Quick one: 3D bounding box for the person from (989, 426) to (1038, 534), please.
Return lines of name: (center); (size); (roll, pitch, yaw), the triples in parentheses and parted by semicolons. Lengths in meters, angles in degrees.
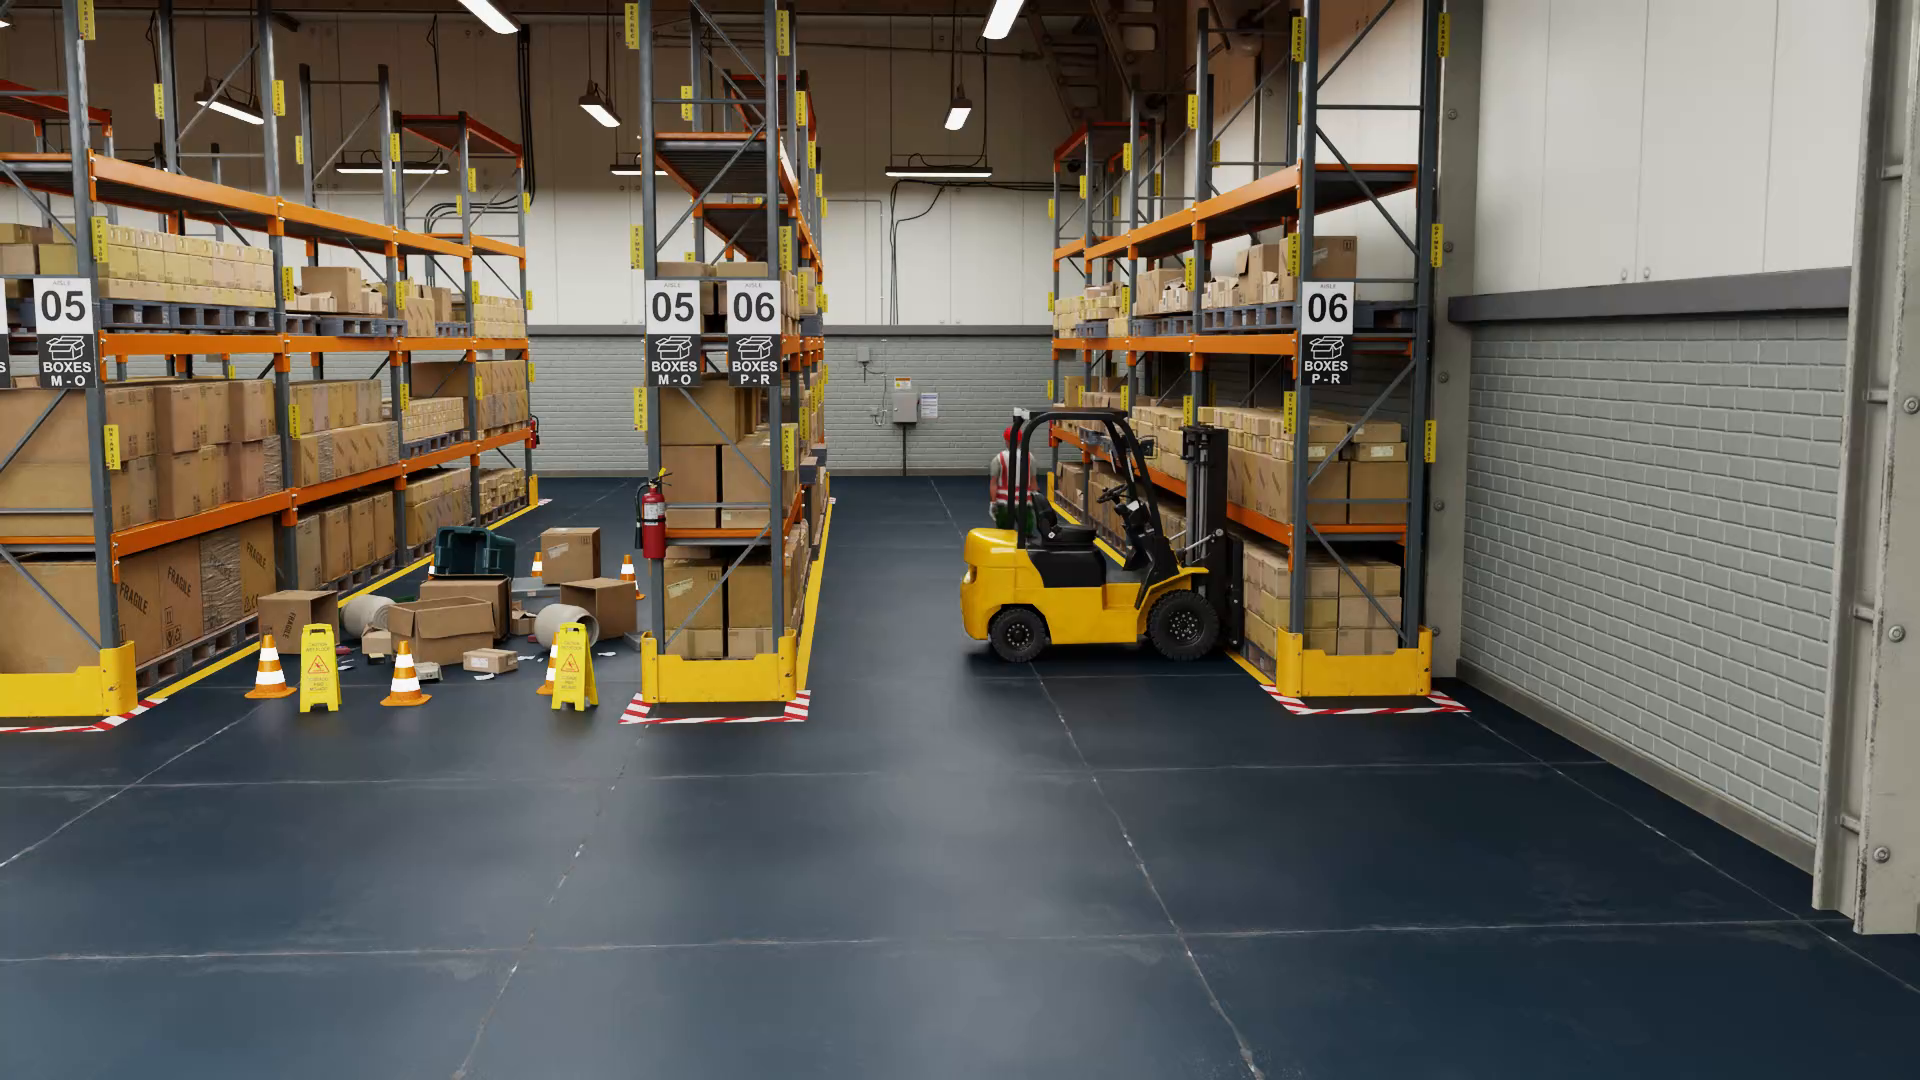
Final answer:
person: (0.624, -0.402, 18.828); (0.590, 1.778, 0.629); (-1, 7, -8)
